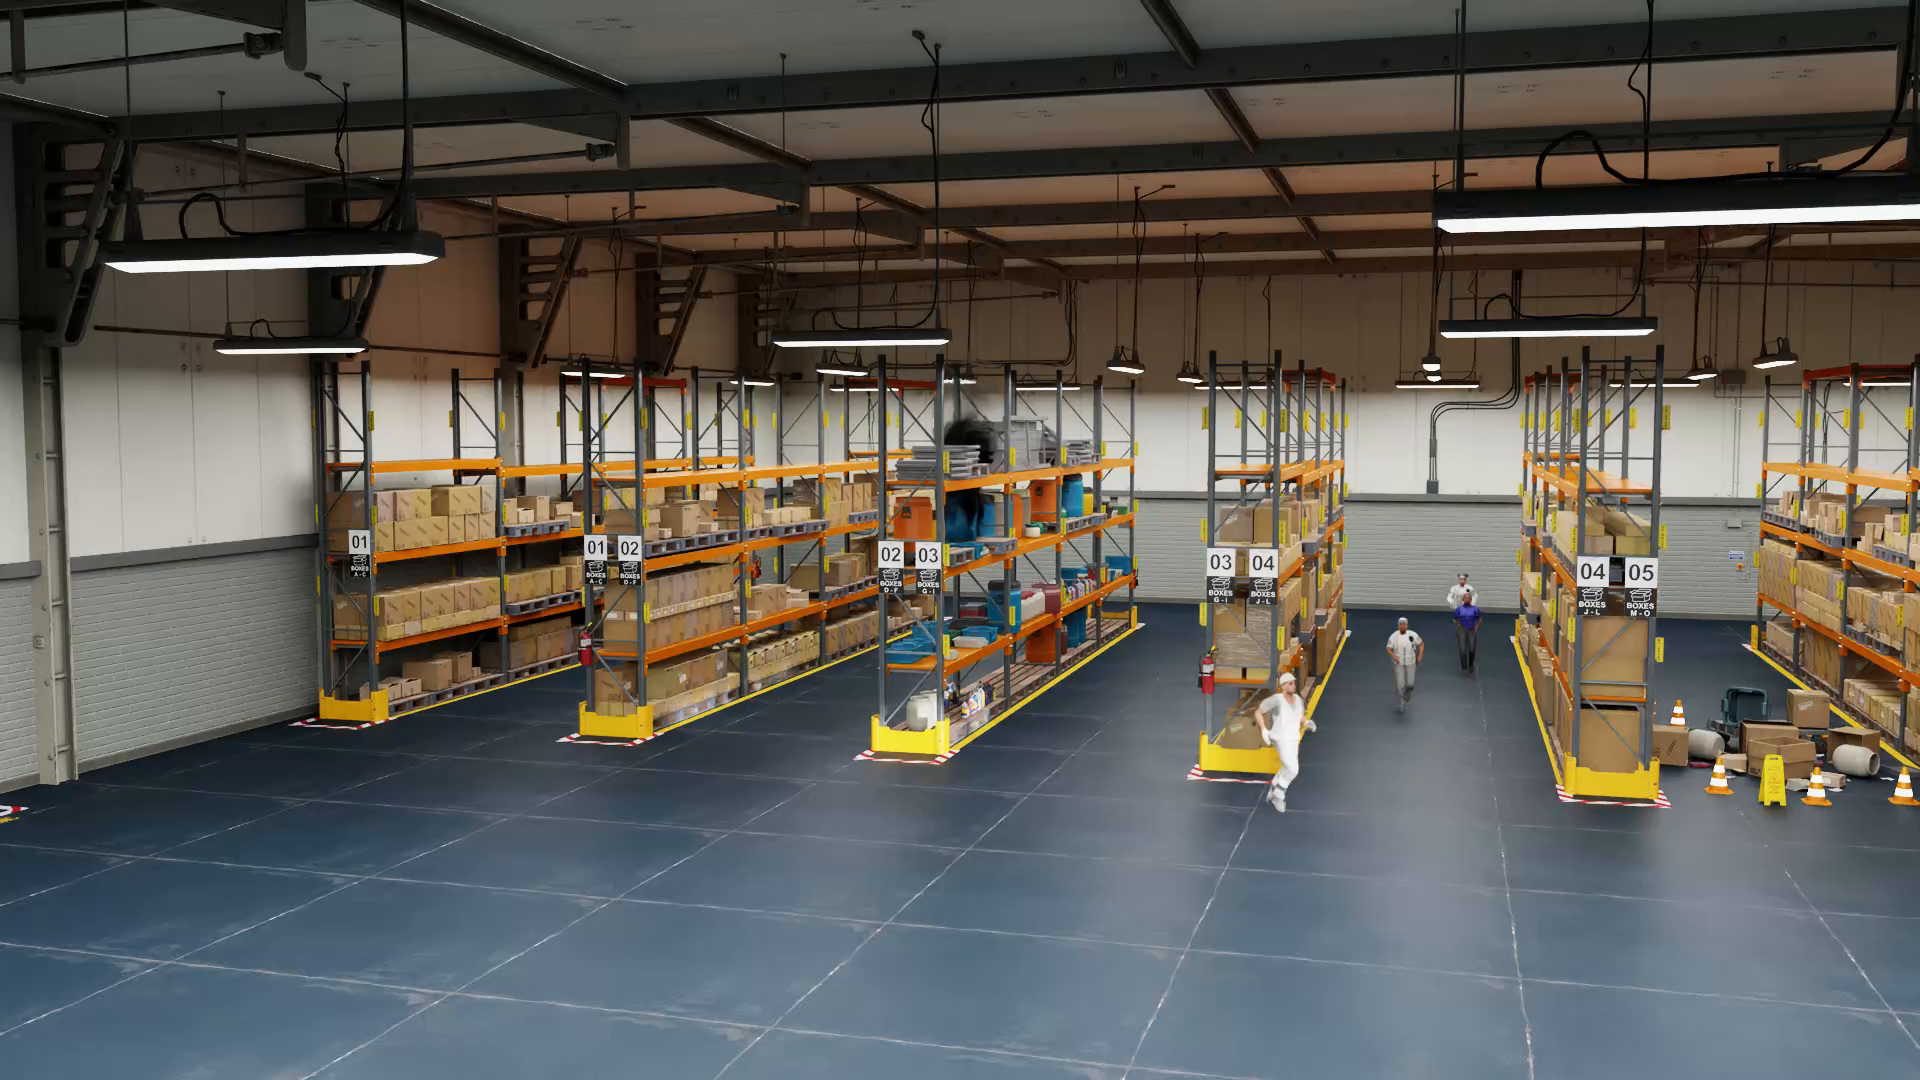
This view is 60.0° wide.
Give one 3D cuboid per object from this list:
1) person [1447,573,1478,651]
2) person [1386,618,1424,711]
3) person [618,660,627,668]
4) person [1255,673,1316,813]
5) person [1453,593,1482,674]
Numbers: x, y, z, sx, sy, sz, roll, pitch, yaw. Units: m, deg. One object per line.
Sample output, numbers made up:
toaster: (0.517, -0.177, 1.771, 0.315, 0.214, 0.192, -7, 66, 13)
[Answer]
person: (11.010, 1.559, 36.531, 0.600, 1.695, 0.954, 1, 4, 20)
person: (7.672, 2.149, 28.708, 0.615, 1.627, 0.610, 1, 4, 14)
person: (-6.186, 1.929, 31.204, 0.664, 1.677, 0.590, 1, 4, 9)
person: (4.214, 2.597, 21.341, 0.647, 1.787, 0.702, -3, 5, -37)
person: (9.979, 1.851, 32.715, 0.566, 1.612, 0.551, 1, 4, 17)
